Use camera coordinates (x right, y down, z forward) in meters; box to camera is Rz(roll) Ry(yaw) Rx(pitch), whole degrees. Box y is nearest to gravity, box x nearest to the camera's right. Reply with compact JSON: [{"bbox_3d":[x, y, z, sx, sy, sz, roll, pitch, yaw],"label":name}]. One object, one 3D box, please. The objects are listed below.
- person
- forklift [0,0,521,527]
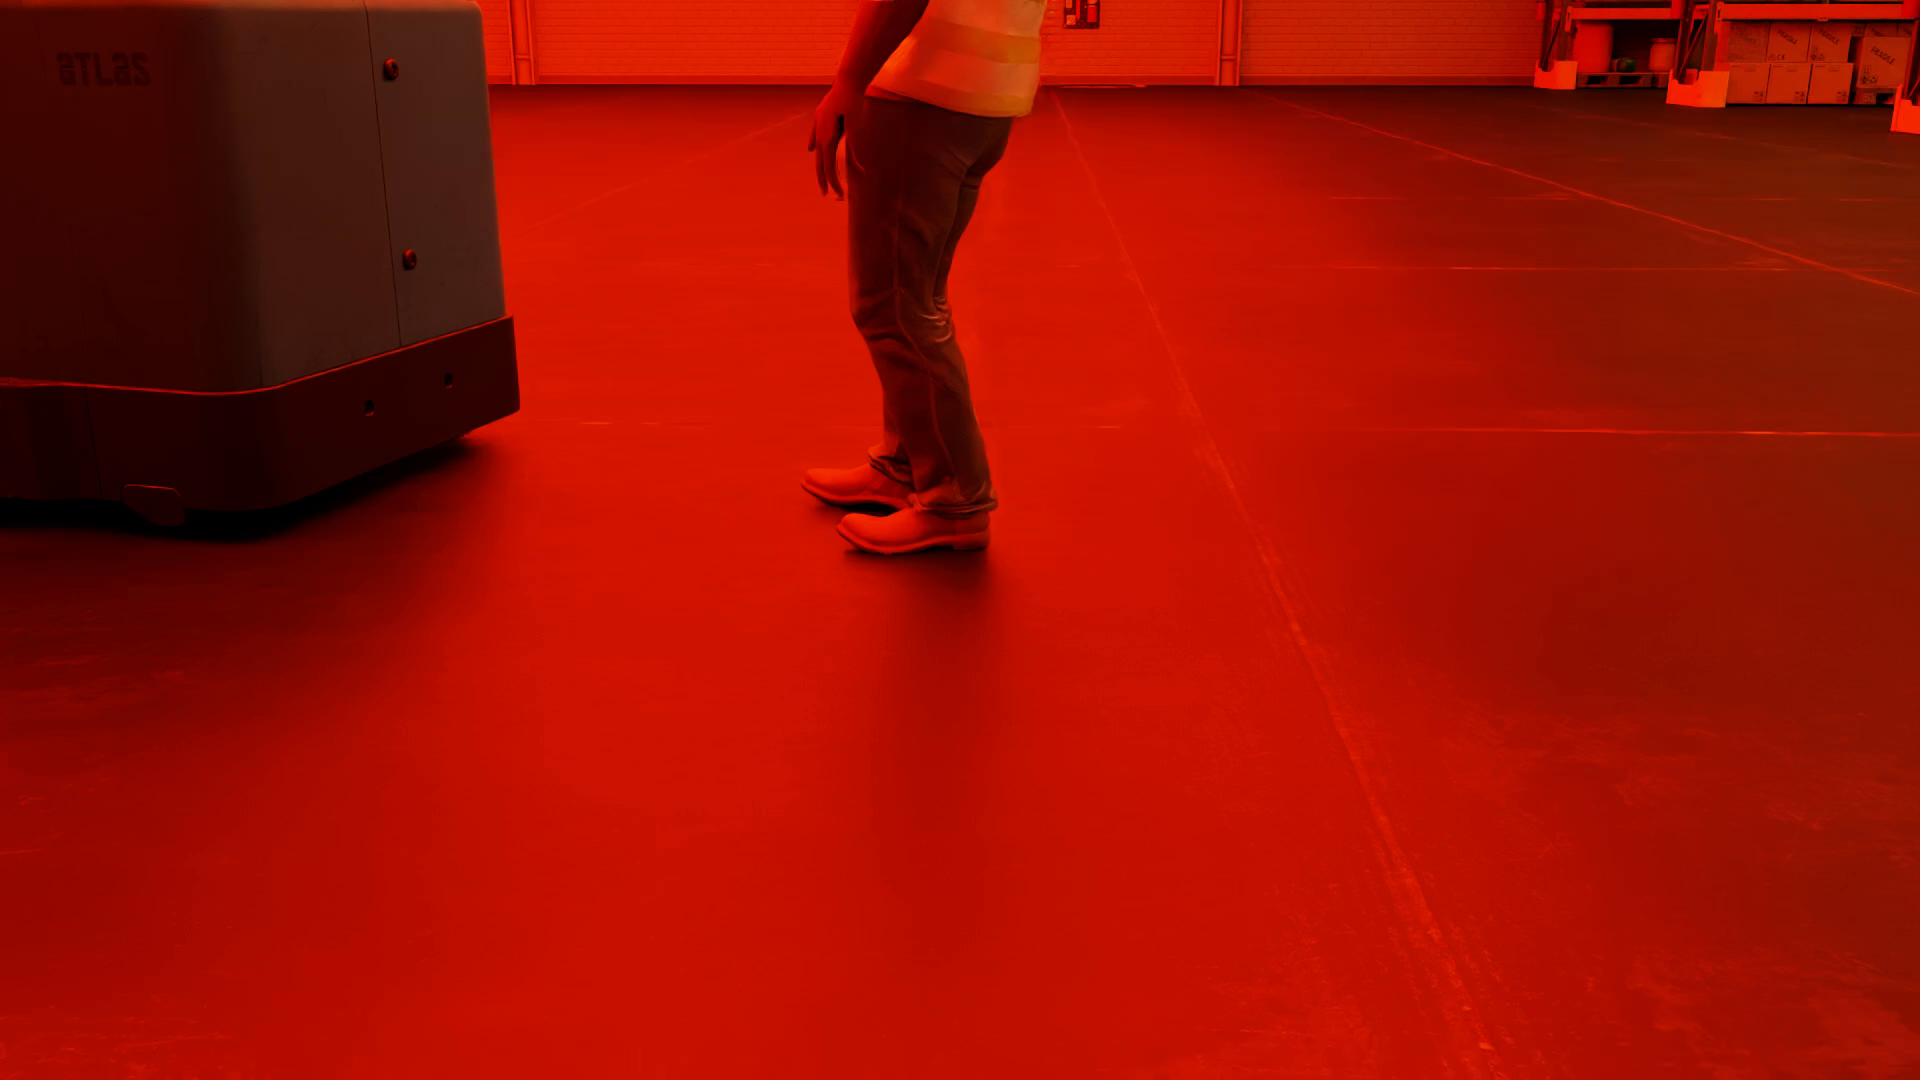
[{"bbox_3d":[-0.127,-0.842,3.143,0.614,1.753,0.689,6,18,19],"label":"person"},{"bbox_3d":[-2.681,-1.657,3.765,3.031,2.935,1.130,5,18,16],"label":"forklift"}]
